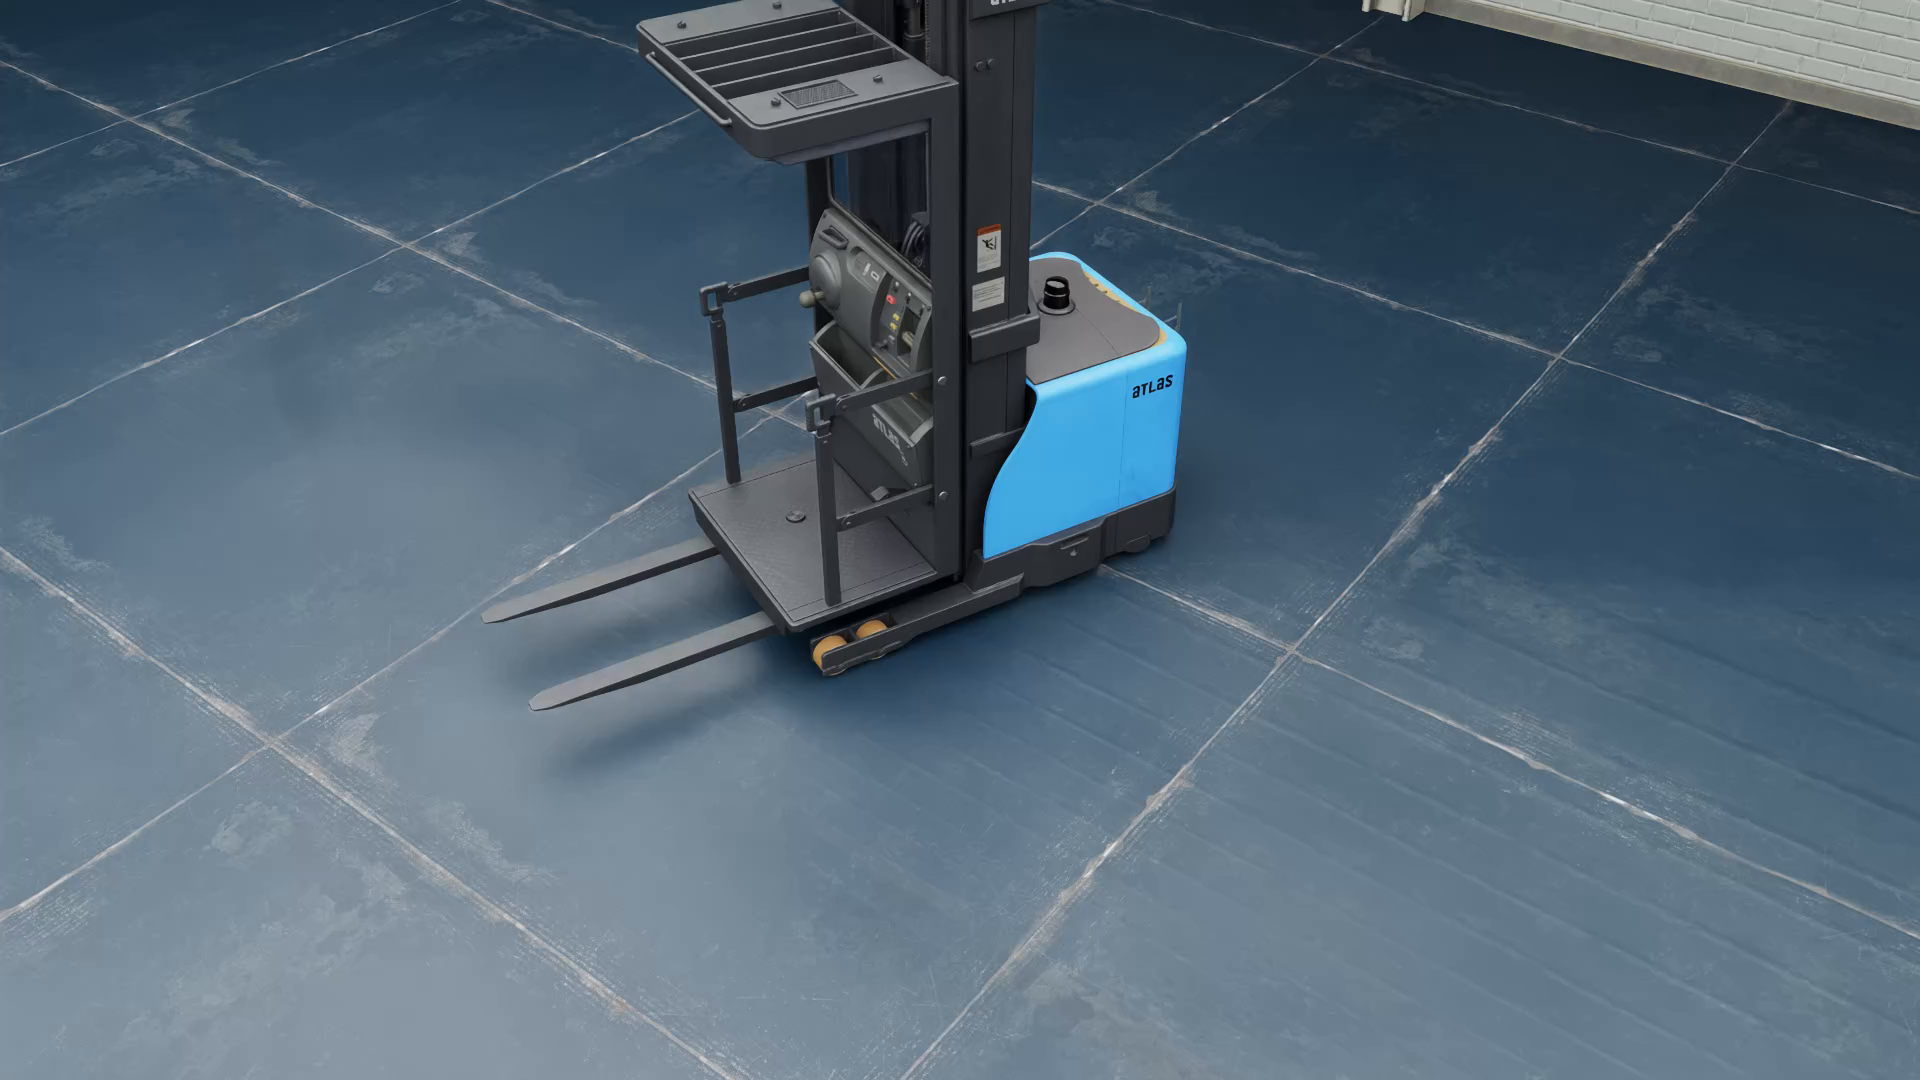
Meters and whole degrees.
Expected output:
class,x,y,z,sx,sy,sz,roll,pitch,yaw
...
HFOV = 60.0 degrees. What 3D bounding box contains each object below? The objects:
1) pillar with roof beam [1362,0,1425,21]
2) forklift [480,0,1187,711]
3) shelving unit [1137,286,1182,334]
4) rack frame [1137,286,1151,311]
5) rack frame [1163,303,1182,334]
class,x,y,z,sx,sy,sz,roll,pitch,yaw
pillar with roof beam,0.790,-5.600,7.603,0.400,9.000,9.100,25,45,29
forklift,-0.543,-0.958,6.596,3.031,2.935,1.130,-20,42,-23
shelving unit,0.867,-0.743,7.969,0.258,0.900,0.210,-26,45,-30
rack frame,0.803,-0.792,8.032,0.240,0.900,0.006,-26,45,-30
rack frame,0.931,-0.694,7.907,0.240,0.900,0.006,-26,45,-30
